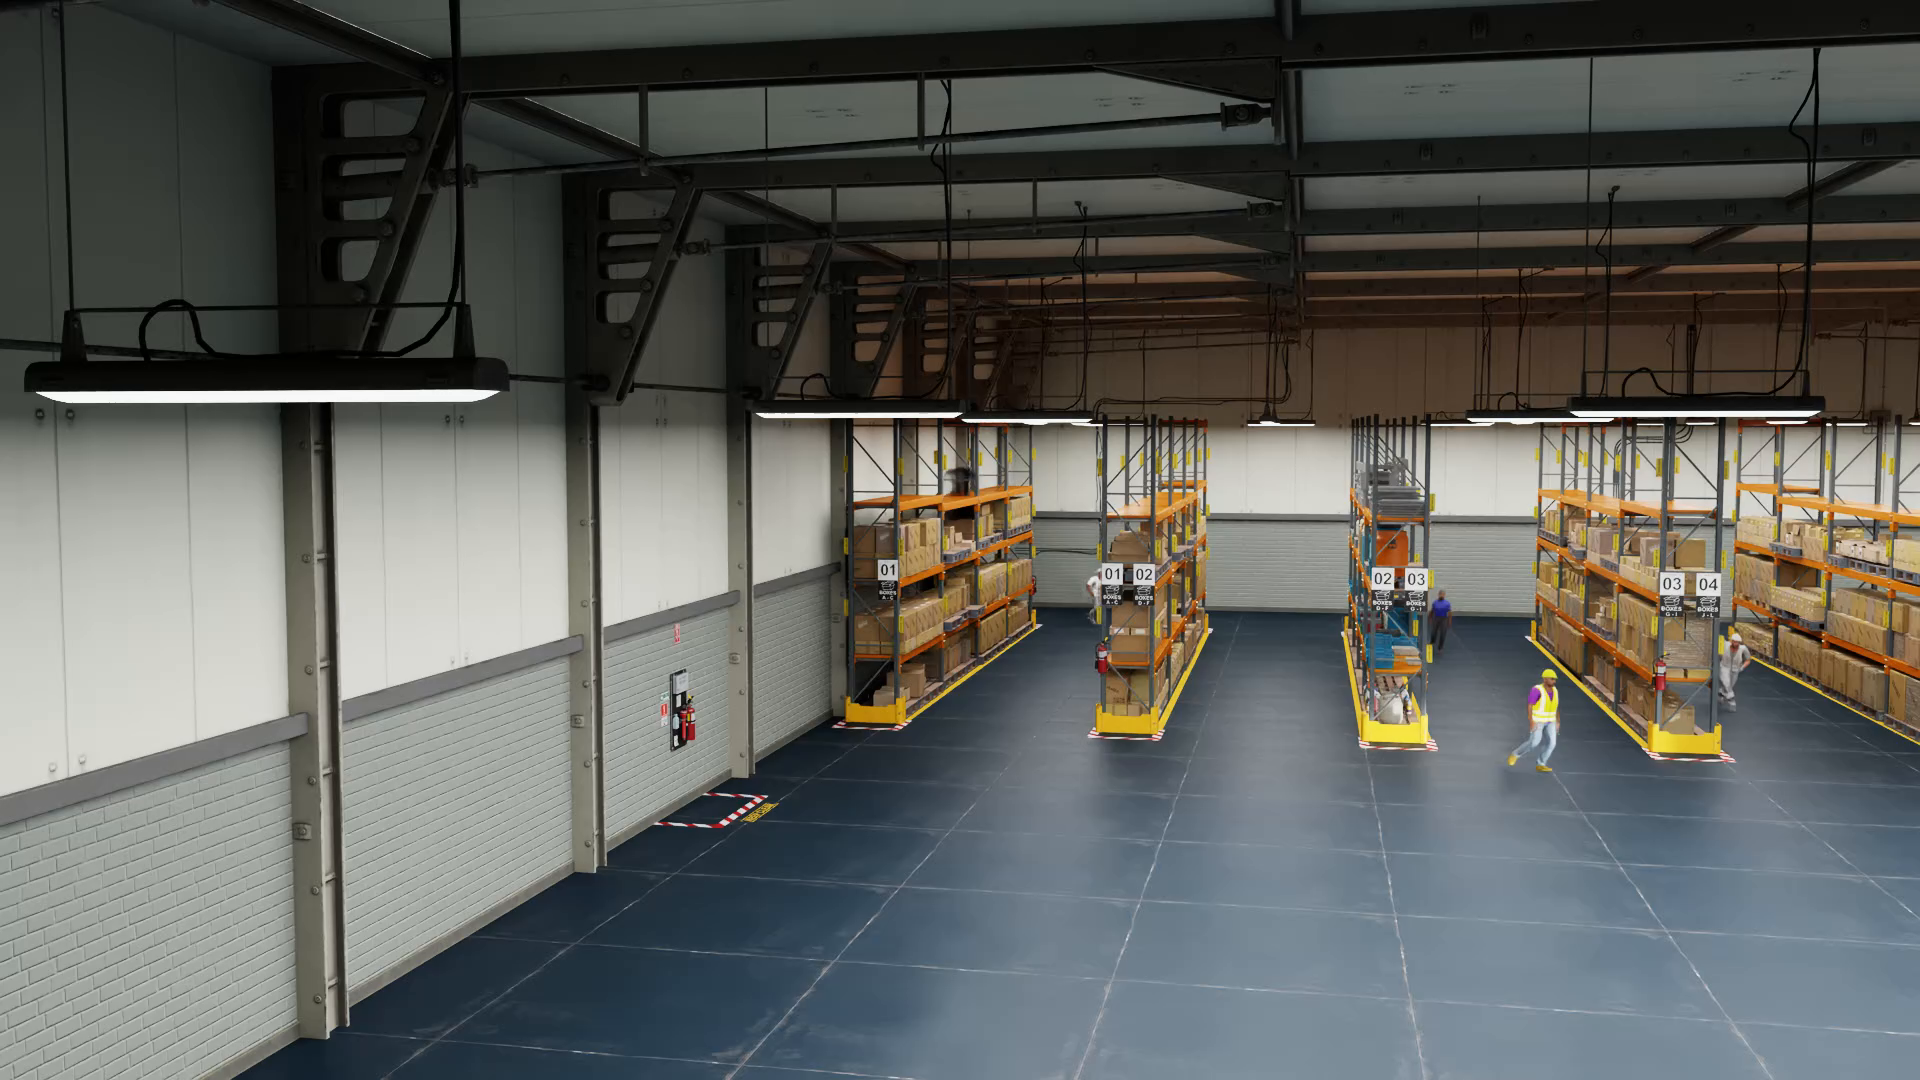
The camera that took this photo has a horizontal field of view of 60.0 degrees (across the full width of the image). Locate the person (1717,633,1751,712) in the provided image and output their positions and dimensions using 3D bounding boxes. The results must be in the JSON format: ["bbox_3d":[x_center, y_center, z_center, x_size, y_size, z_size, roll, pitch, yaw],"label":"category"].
[{"bbox_3d":[15.643,2.639,33.779,0.668,1.585,1.118,1,4,14],"label":"person"}]

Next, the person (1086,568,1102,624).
[{"bbox_3d":[4.039,1.648,49.000,0.539,1.669,0.793,4,5,44],"label":"person"}]

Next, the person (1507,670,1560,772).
[{"bbox_3d":[9.644,3.008,27.841,0.833,1.703,0.601,-1,4,-18],"label":"person"}]

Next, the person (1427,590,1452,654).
[{"bbox_3d":[12.256,2.082,42.522,0.634,1.625,0.655,1,4,20],"label":"person"}]
